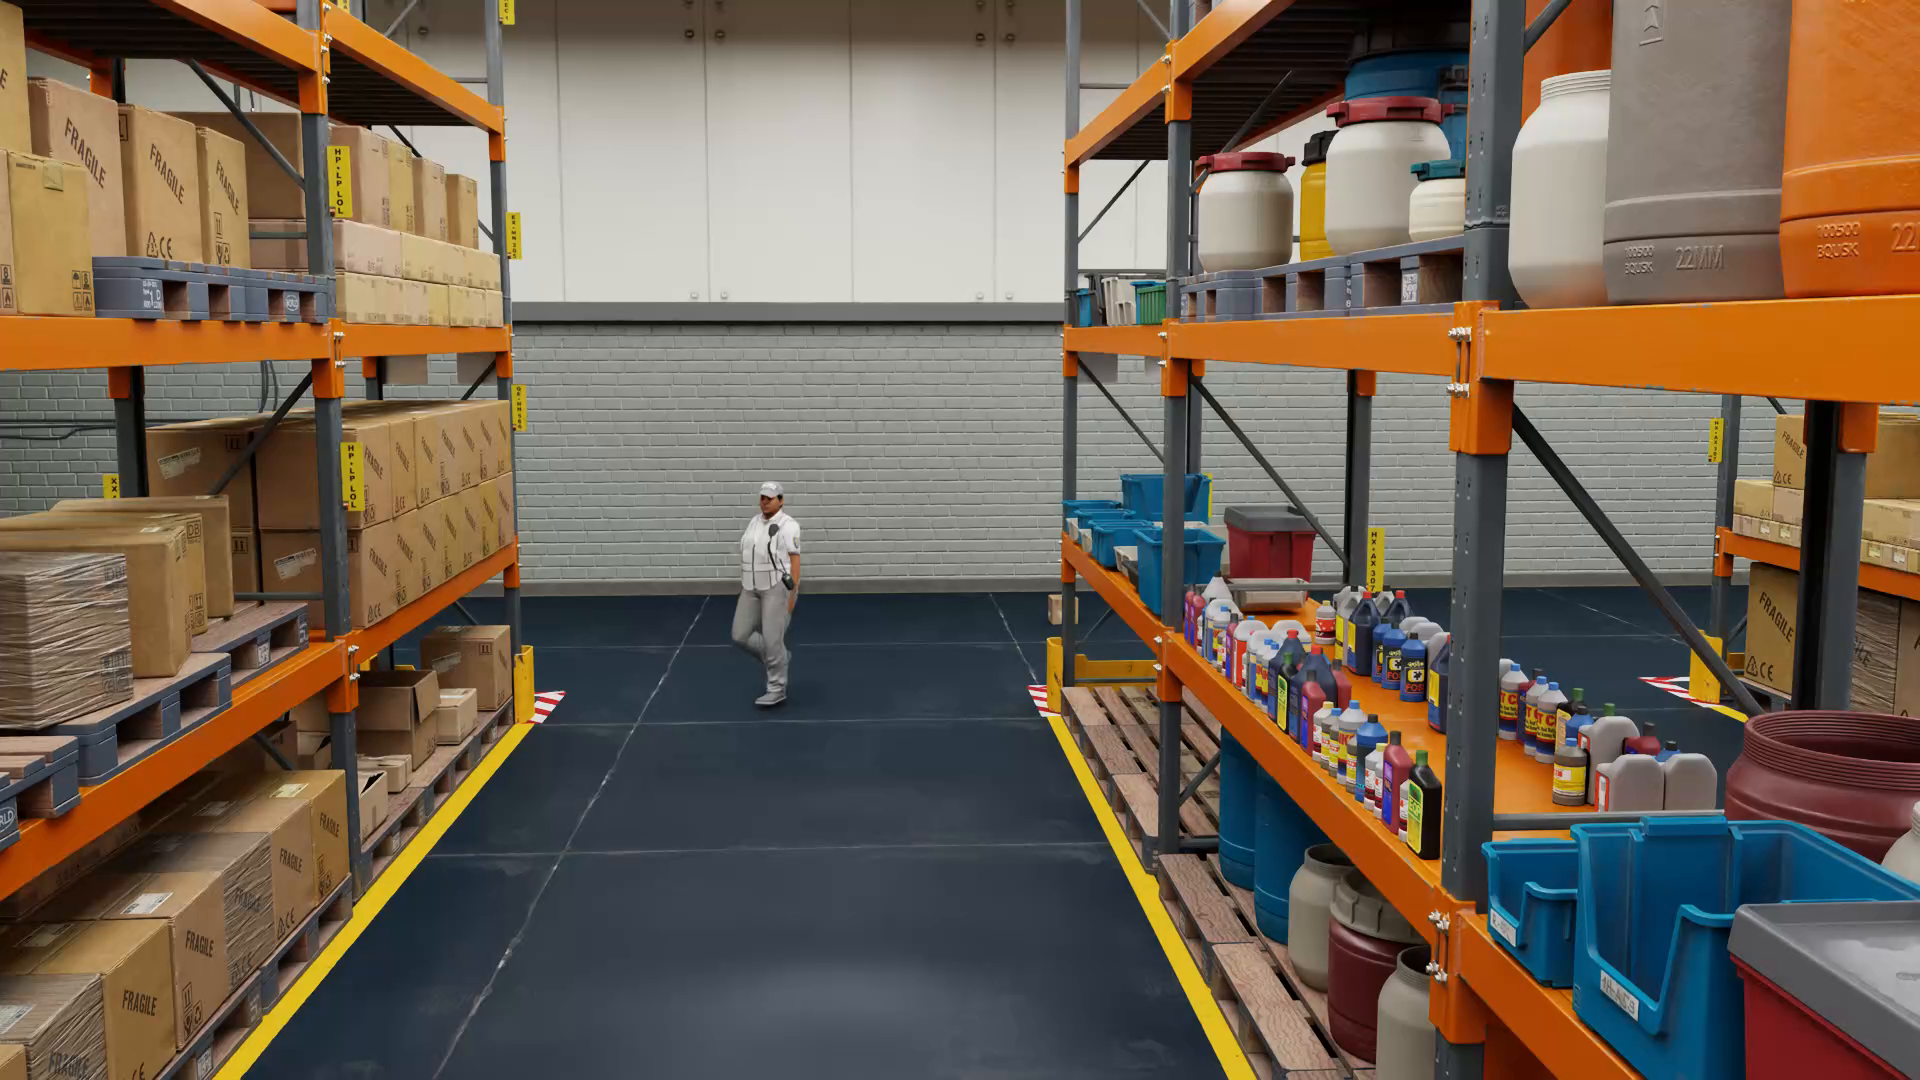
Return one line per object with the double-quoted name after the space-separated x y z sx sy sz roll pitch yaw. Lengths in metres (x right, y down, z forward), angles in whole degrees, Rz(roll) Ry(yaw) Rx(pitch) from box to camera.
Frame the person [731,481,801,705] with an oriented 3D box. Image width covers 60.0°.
-1.411 0.382 12.453 0.487 1.650 0.513 5 8 34 "person"
